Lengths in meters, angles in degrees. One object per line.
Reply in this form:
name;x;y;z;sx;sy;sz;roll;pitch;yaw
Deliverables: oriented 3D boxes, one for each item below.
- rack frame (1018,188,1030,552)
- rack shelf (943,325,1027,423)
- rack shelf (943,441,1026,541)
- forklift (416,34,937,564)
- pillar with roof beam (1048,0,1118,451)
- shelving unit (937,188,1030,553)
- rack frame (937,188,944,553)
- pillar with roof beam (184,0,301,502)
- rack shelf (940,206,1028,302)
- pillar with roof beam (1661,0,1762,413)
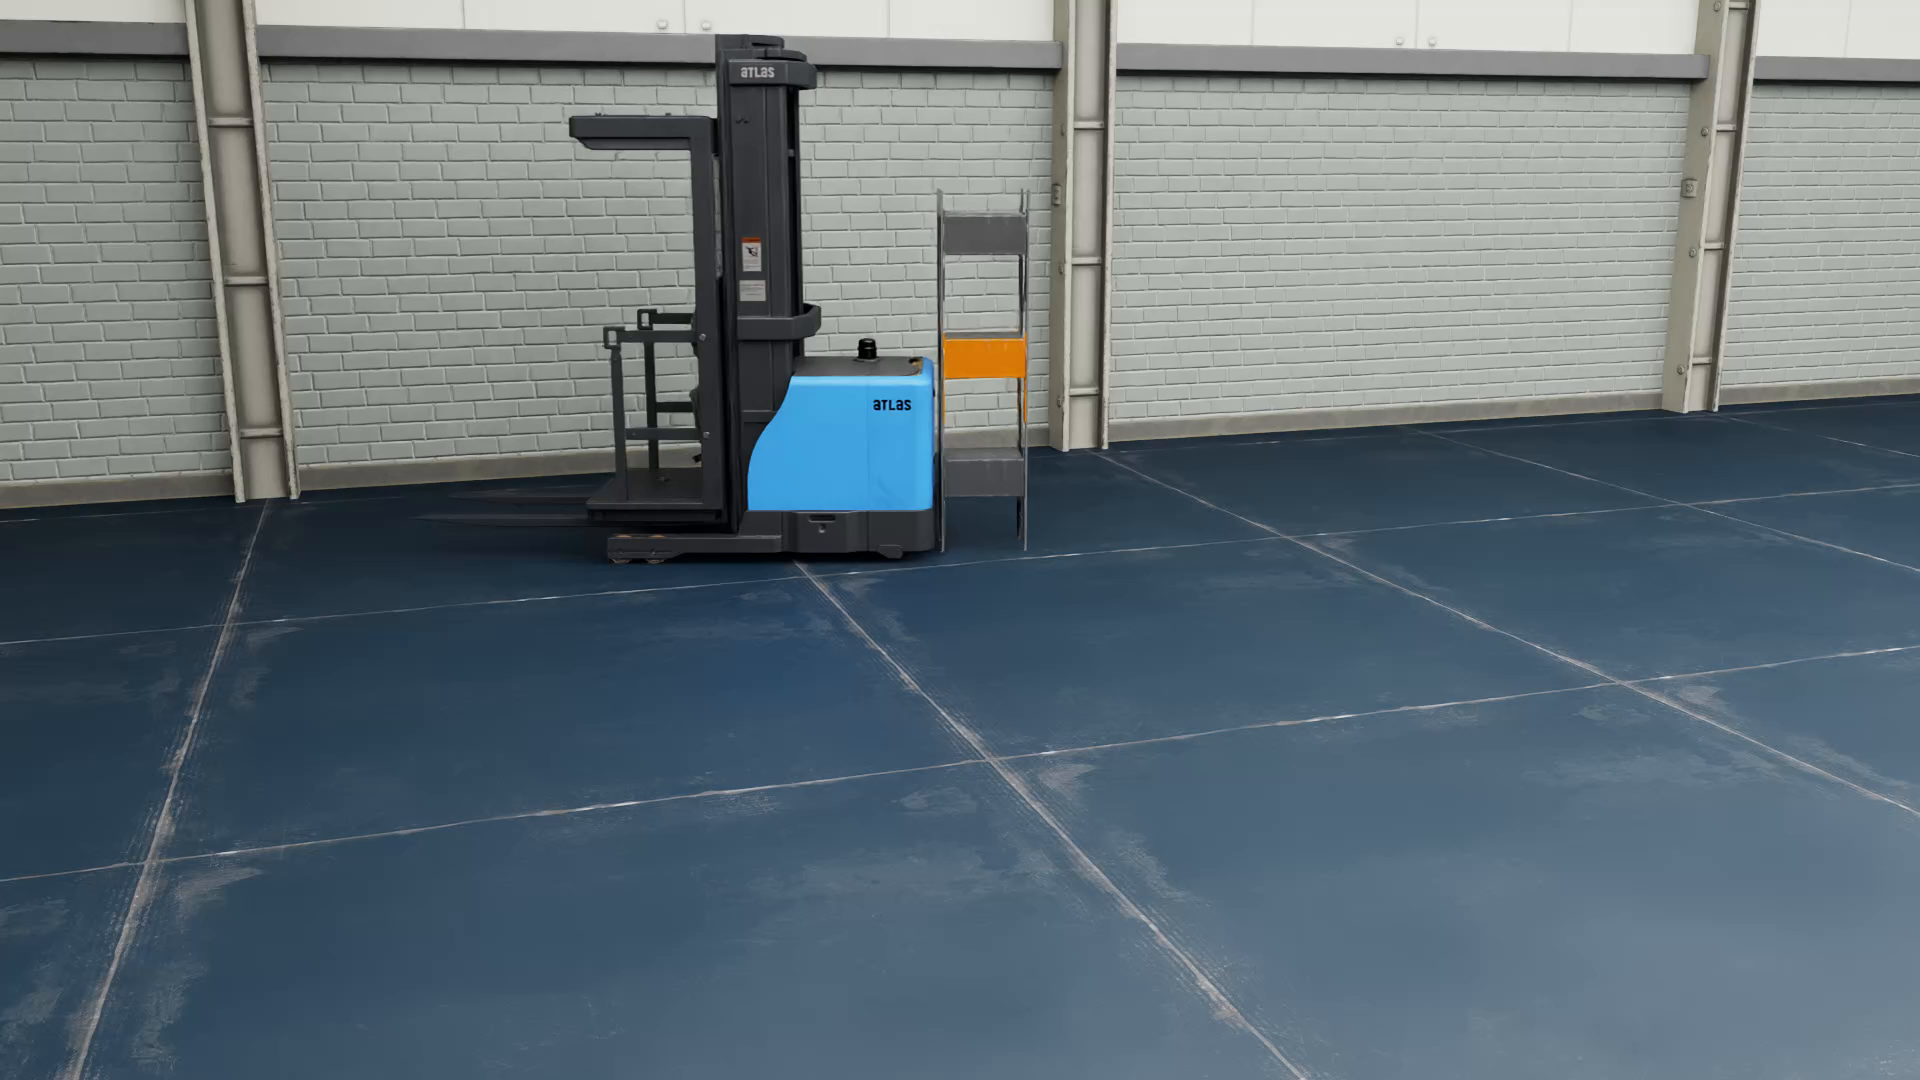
rack frame;0.374;-0.996;9.791;0.015;2.100;0.400;-1;13;-3
rack shelf;0.131;-0.979;9.780;0.480;0.518;0.431;-1;13;-3
rack shelf;0.131;-0.298;9.942;0.480;0.518;0.431;-1;13;-3
forklift;-1.663;-1.411;9.742;3.031;2.935;1.130;0;13;0
pillar with roof beam;2.316;-4.178;8.261;0.400;9.000;9.100;-4;14;-18
shelving unit;0.131;-0.992;9.776;0.503;2.100;0.431;-1;13;-3
rack frame;-0.113;-0.989;9.762;0.015;2.100;0.400;-1;13;-3
pillar with roof beam;-3.371;-3.735;6.399;0.400;9.000;9.100;-4;14;-18
rack shelf;0.131;-1.660;9.618;0.480;0.518;0.431;-1;13;-3
pillar with roof beam;8.002;-4.621;10.123;0.400;9.000;9.100;-4;14;-18
